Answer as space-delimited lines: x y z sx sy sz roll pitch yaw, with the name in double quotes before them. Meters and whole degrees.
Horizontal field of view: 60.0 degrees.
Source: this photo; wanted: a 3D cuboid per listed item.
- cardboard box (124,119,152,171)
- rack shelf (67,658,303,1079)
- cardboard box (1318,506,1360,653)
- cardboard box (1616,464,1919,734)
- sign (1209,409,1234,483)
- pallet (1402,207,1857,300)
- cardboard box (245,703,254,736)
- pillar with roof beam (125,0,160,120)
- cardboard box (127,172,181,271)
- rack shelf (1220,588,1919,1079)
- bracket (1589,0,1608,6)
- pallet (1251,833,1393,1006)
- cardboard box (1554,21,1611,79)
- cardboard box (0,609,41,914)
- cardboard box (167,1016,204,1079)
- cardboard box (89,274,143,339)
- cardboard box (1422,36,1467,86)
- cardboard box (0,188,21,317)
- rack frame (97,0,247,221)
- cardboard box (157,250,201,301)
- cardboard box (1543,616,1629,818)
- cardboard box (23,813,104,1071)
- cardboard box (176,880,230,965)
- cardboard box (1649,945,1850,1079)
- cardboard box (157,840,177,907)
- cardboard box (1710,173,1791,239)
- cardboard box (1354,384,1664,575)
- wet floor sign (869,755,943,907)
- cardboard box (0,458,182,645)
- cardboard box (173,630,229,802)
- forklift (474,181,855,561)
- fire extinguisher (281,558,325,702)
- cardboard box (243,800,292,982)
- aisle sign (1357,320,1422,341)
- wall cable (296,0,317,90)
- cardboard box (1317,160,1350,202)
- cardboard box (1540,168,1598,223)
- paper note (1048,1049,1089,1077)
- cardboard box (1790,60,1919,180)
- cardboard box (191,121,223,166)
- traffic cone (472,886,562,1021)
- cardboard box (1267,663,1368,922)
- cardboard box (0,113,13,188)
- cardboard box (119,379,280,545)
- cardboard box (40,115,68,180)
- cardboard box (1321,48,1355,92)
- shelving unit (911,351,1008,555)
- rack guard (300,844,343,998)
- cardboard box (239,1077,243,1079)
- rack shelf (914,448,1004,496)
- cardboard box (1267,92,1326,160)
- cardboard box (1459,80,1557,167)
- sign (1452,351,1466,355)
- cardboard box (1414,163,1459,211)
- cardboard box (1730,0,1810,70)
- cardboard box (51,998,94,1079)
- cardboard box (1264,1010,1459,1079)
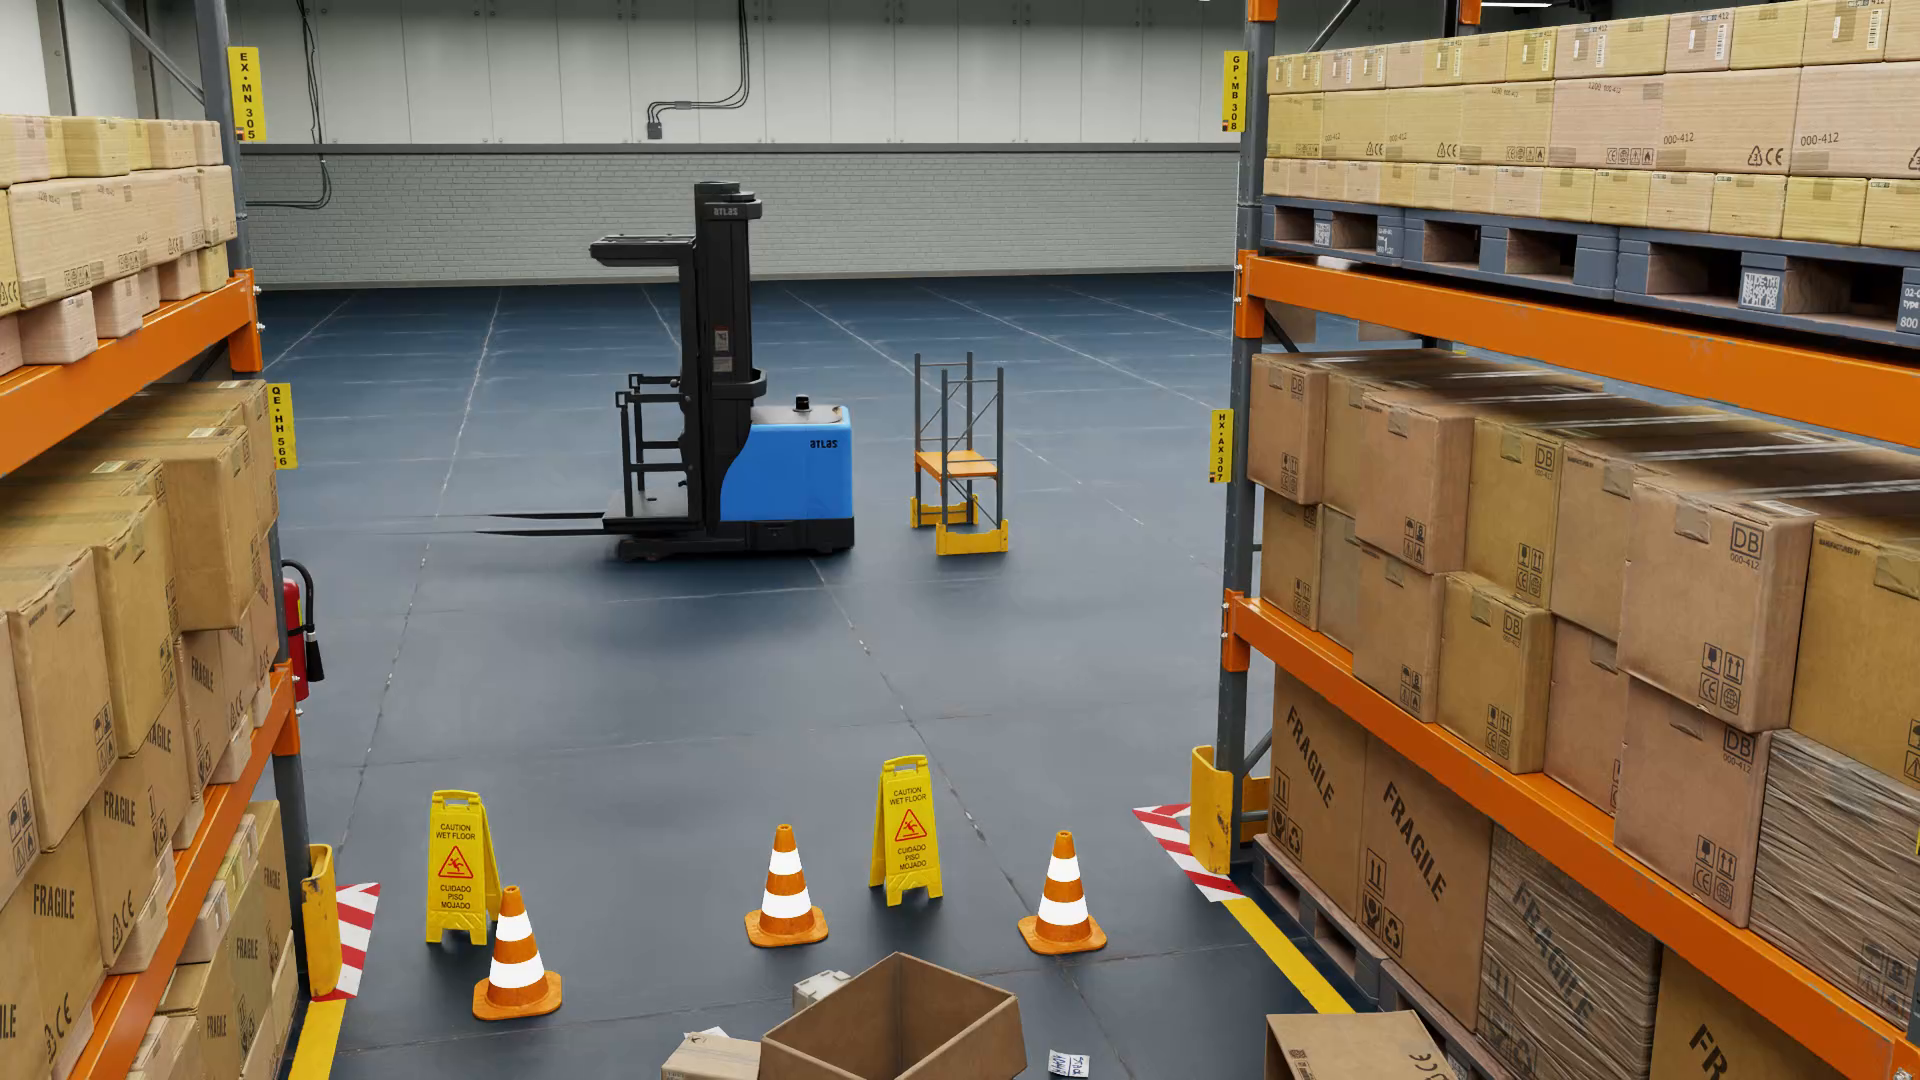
"cardboard box" -2.622 -1.164 4.900 0.380 0.149 0.250 -3 14 -13
"rack shelf" -2.629 1.127 4.510 1.077 0.370 4.000 -3 14 -13
"cardboard box" 1.970 0.153 6.666 0.875 0.550 0.550 -3 14 -13
"cardboard box" 2.333 0.135 4.464 0.875 0.550 0.550 -3 14 -13
"sign" 1.148 -0.413 7.305 0.100 0.325 0.005 -3 14 -13
"pallet" 2.163 -0.945 5.340 1.003 0.211 1.213 -3 14 -13
"cardboard box" -2.596 0.625 5.578 0.380 0.149 0.250 -4 14 -14
"pillar with roof beam" -11.497 -9.271 32.912 9.100 9.000 0.400 -3 14 -13
"cardboard box" -2.473 -0.874 4.554 0.500 0.250 0.500 -3 14 -12
"rack shelf" 2.159 0.828 5.735 1.077 0.370 4.000 -3 14 -13
"bracket" 14.690 -12.419 38.216 0.235 0.232 0.430 -3 14 -13
"pallet" 1.953 1.552 7.132 1.003 0.211 1.213 -3 14 -13
"cardboard box" 1.937 -1.393 4.743 0.380 0.149 0.250 -3 14 -14
"cardboard box" -2.052 0.446 2.835 0.700 0.500 0.500 -3 14 -14
"cardboard box" -2.293 1.613 4.335 0.500 0.500 0.500 -3 14 -10
"cardboard box" -2.339 -0.601 4.274 0.380 0.149 0.250 -3 14 -14
"cardboard box" 1.755 -1.570 5.467 0.380 0.149 0.250 -3 14 -14
"cardboard box" -2.127 -0.525 3.126 0.500 0.250 0.500 -3 14 -14
"rack frame" -3.099 -2.598 5.601 1.000 3.000 0.127 -3 14 -13
"cardboard box" -2.624 -0.834 5.228 0.380 0.149 0.250 -3 14 -11
"cardboard box" 2.367 0.526 5.140 0.875 0.550 0.550 -3 14 -13
"cardboard box" -2.132 0.814 3.437 0.500 0.500 0.500 -3 14 -13
"cardboard box" -2.390 1.139 4.908 0.380 0.149 0.250 -3 14 -11
"cardboard box" 2.549 1.619 4.573 0.875 0.875 0.875 -3 14 -12
"cardboard box" -2.299 0.918 4.378 0.380 0.149 0.250 -3 14 -13
"cardboard box" 2.110 -0.832 4.126 0.380 0.149 0.250 -3 14 -12
"cardboard box" 1.957 -0.234 5.975 0.875 0.550 0.550 -3 14 -13
"wet floor sign" -0.243 1.264 7.393 0.267 0.644 0.232 -6 15 -23
"cardboard box" -2.453 0.095 4.274 0.700 0.500 0.500 -3 14 -14
"cardboard box" -2.476 0.464 4.869 0.500 0.500 0.500 -3 14 -13
"forklift" -2.400 -1.385 13.420 3.031 2.935 1.130 -1 14 -5
"fire extinguisher" -2.678 0.302 6.536 0.296 0.674 0.183 -3 14 -13
"cardboard box" -2.657 1.254 5.804 0.500 0.500 0.500 -3 14 -13
"aisle sign" 1.964 -1.279 7.365 0.394 0.787 0.004 -3 14 -13
"wall cable" -12.458 -10.880 35.400 3.097 2.526 0.112 -3 14 -13
"cardboard box" 1.577 -1.357 6.276 0.380 0.149 0.250 -3 14 -13
"cardboard box" 1.931 -1.008 4.847 0.380 0.149 0.250 -3 14 -14
"paper note" 0.397 1.907 6.062 0.144 0.017 0.142 2 14 6
"cardboard box" 2.263 -0.941 3.732 0.500 0.250 0.500 -3 14 -14
"cardboard box" -2.732 -1.345 5.640 0.380 0.149 0.250 -3 14 -13
"traffic cone" -1.744 1.576 6.503 0.336 0.463 0.334 -3 14 -13
"cardboard box" 1.912 0.998 7.115 0.875 0.875 0.875 -3 14 -13
"cardboard box" -2.095 -0.756 3.232 0.380 0.149 0.250 -3 14 -14
"cardboard box" -2.767 -0.257 5.715 0.700 0.500 0.500 -4 14 -15
"cardboard box" -2.362 -0.929 3.936 0.380 0.149 0.250 -3 14 -12
"cardboard box" 1.576 -1.747 6.189 0.380 0.149 0.250 -3 14 -14
"shelving unit" -0.018 -0.746 13.821 0.587 1.500 1.083 -3 14 -13
"rack guard" -3.081 1.548 6.538 1.175 0.500 0.348 -3 14 -13
"cardboard box" -2.405 1.860 4.904 0.500 0.250 0.500 -4 14 -15
"rack shelf" -0.020 -0.574 13.872 0.538 0.185 1.000 -3 14 -13
"cardboard box" 1.553 -1.639 6.589 0.500 0.250 0.500 -3 14 -13
"cardboard box" 1.909 -1.290 5.159 0.500 0.250 0.500 -3 14 -13
"sign" 2.220 -0.688 7.483 0.100 0.325 0.005 -3 14 -13
"cardboard box" 1.754 -1.183 5.562 0.380 0.149 0.250 -3 14 -14
"cardboard box" 2.115 -1.218 4.027 0.380 0.149 0.250 -3 14 -13
"cardboard box" -2.148 1.096 3.649 0.380 0.149 0.250 -3 14 -11
"cardboard box" 1.266 1.852 5.289 0.500 0.500 0.500 -1 14 -3
